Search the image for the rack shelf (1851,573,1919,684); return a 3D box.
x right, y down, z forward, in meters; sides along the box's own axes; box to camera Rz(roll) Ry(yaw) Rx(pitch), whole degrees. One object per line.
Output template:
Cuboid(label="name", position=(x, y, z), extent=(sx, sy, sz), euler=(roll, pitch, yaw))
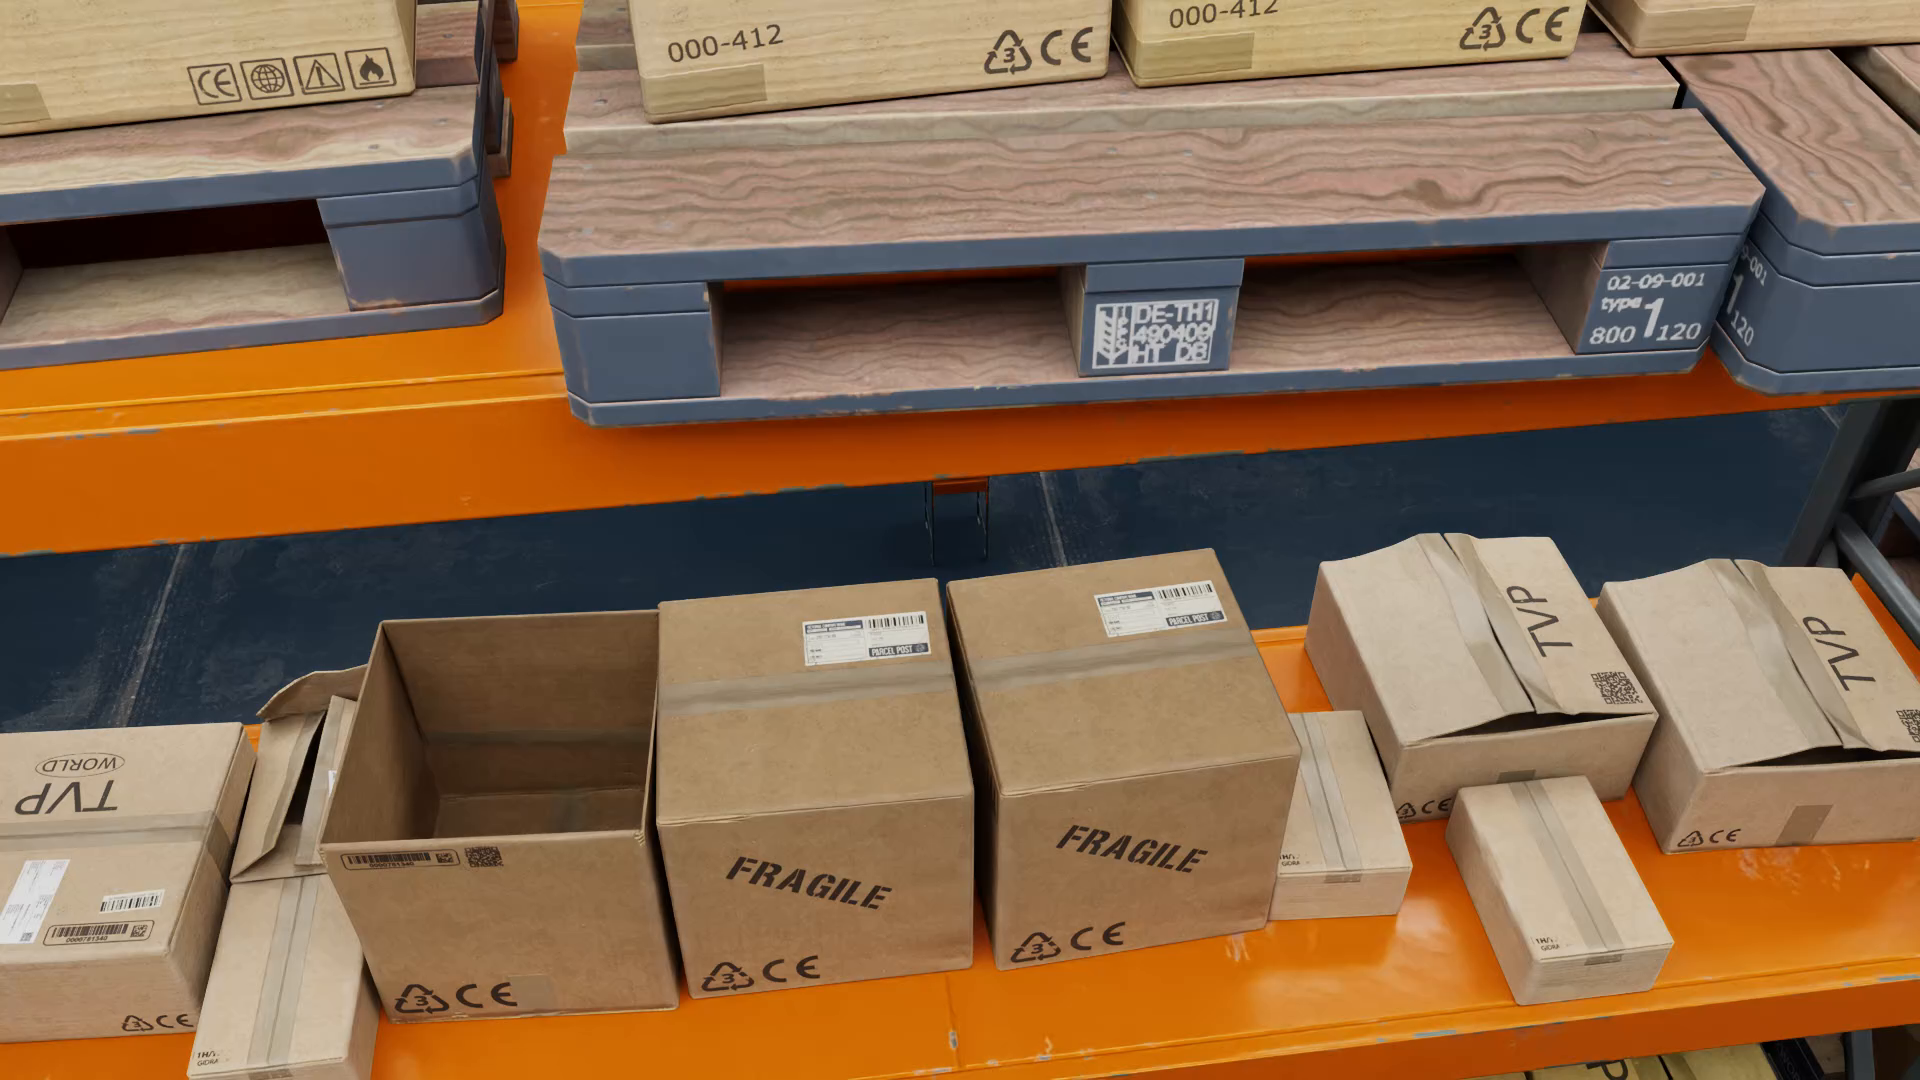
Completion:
Cuboid(label="rack shelf", position=(3.910, 0.364, 3.644), extent=(4.000, 0.370, 1.077), euler=(-5, 42, -6))

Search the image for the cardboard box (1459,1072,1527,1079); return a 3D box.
Cuboid(label="cardboard box", position=(0.925, 1.186, 3.516), extent=(0.500, 0.311, 0.500), euler=(-6, 42, -6))

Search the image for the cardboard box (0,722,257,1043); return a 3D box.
Cuboid(label="cardboard box", position=(-1.556, 0.602, 2.955), extent=(0.500, 0.250, 0.500), euler=(-3, 42, -3))

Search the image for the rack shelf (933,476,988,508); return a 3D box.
Cuboid(label="rack shelf", position=(-0.014, -0.233, 5.537), extent=(0.180, 0.103, 0.258), euler=(-5, 42, -6))

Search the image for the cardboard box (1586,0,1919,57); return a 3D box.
Cuboid(label="cardboard box", position=(0.967, -0.809, 1.967), extent=(0.500, 0.250, 0.500), euler=(-4, 42, -4))

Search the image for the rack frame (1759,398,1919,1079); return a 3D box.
Cuboid(label="rack frame", position=(1.927, 0.271, 3.211), extent=(0.127, 3.000, 1.000), euler=(-5, 42, -6))

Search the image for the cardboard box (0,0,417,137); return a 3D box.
Cuboid(label="cardboard box", position=(-0.883, -0.693, 1.838), extent=(0.500, 0.250, 0.500), euler=(-9, 43, -10))

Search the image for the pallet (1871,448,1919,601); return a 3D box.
Cuboid(label="pallet", position=(2.590, 0.236, 3.392), extent=(1.003, 0.211, 1.213), euler=(-5, 42, -6))

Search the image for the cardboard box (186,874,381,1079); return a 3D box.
Cuboid(label="cardboard box", position=(-1.134, 0.770, 2.844), extent=(0.250, 0.149, 0.380), euler=(-5, 42, -6))

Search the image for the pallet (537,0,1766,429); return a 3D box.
Cuboid(label="pallet", position=(0.157, -0.556, 2.028), extent=(1.213, 0.211, 1.003), euler=(-3, 42, -4))

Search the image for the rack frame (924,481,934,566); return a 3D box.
Cuboid(label="rack frame", position=(-0.105, -0.436, 5.338), extent=(0.006, 1.200, 0.240), euler=(-5, 42, -6))

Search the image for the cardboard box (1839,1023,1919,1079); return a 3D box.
Cuboid(label="cardboard box", position=(2.416, 1.186, 3.734), extent=(0.500, 0.500, 0.500), euler=(-3, 42, -4))

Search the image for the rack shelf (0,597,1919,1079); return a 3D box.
Cuboid(label="rack shelf", position=(-0.056, 0.711, 3.259), extent=(4.000, 0.370, 1.077), euler=(-5, 42, -6))

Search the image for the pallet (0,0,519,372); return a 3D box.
Cuboid(label="pallet", position=(-1.166, -0.510, 1.979), extent=(1.217, 0.209, 0.805), euler=(-7, 42, -7))

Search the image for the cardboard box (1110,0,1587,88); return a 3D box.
Cuboid(label="cardboard box", position=(0.399, -0.767, 1.920), extent=(0.500, 0.250, 0.500), euler=(-6, 42, -6))

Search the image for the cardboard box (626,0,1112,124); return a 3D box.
Cuboid(label="cardboard box", position=(-0.135, -0.722, 1.869), extent=(0.500, 0.250, 0.500), euler=(-8, 43, -9))

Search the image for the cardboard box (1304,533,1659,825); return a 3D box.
Cuboid(label="cardboard box", position=(1.015, 0.253, 3.297), extent=(0.500, 0.311, 0.500), euler=(-5, 42, -6))

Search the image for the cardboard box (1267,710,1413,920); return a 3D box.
Cuboid(label="cardboard box", position=(0.670, 0.512, 3.130), extent=(0.250, 0.149, 0.380), euler=(-2, 42, -2))

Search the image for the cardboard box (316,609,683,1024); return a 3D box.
Cuboid(label="cardboard box", position=(-0.753, 0.479, 2.905), extent=(0.500, 0.500, 0.500), euler=(-2, 42, -2))

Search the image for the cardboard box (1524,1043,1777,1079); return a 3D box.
Cuboid(label="cardboard box", position=(1.440, 1.136, 3.571), extent=(0.500, 0.311, 0.500), euler=(-4, 42, -4))

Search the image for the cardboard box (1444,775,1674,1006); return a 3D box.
Cuboid(label="cardboard box", position=(1.071, 0.625, 3.005), extent=(0.250, 0.149, 0.380), euler=(-5, 42, -6))

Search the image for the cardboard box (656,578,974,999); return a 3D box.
Cuboid(label="cardboard box", position=(-0.256, 0.436, 2.953), extent=(0.500, 0.500, 0.500), euler=(-5, 42, -5))

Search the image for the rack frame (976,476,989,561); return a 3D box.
Cuboid(label="rack frame", position=(0.076, -0.452, 5.356), extent=(0.006, 1.200, 0.240), euler=(-5, 42, -6))

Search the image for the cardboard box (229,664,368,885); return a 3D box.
Cuboid(label="cardboard box", position=(-1.191, 0.469, 3.090), extent=(0.258, 0.266, 0.396), euler=(-6, 42, -7))

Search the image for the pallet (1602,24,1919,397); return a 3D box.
Cuboid(label="pallet", position=(1.266, -0.655, 2.138), extent=(1.003, 0.211, 1.213), euler=(-3, 42, -4))

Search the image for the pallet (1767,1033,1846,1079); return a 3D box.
Cuboid(label="pallet", position=(2.672, 1.266, 4.189), extent=(1.213, 0.211, 1.003), euler=(-5, 42, -6))

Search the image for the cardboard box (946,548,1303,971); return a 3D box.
Cuboid(label="cardboard box", position=(0.266, 0.390, 3.004), extent=(0.500, 0.500, 0.500), euler=(-7, 43, -8))

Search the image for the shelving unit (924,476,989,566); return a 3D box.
Cuboid(label="shelving unit", position=(-0.014, -0.444, 5.347), extent=(0.189, 1.200, 0.258), euler=(-5, 42, -6))

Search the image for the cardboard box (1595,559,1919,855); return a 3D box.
Cuboid(label="cardboard box", position=(1.561, 0.306, 3.238), extent=(0.500, 0.311, 0.500), euler=(-3, 42, -3))
